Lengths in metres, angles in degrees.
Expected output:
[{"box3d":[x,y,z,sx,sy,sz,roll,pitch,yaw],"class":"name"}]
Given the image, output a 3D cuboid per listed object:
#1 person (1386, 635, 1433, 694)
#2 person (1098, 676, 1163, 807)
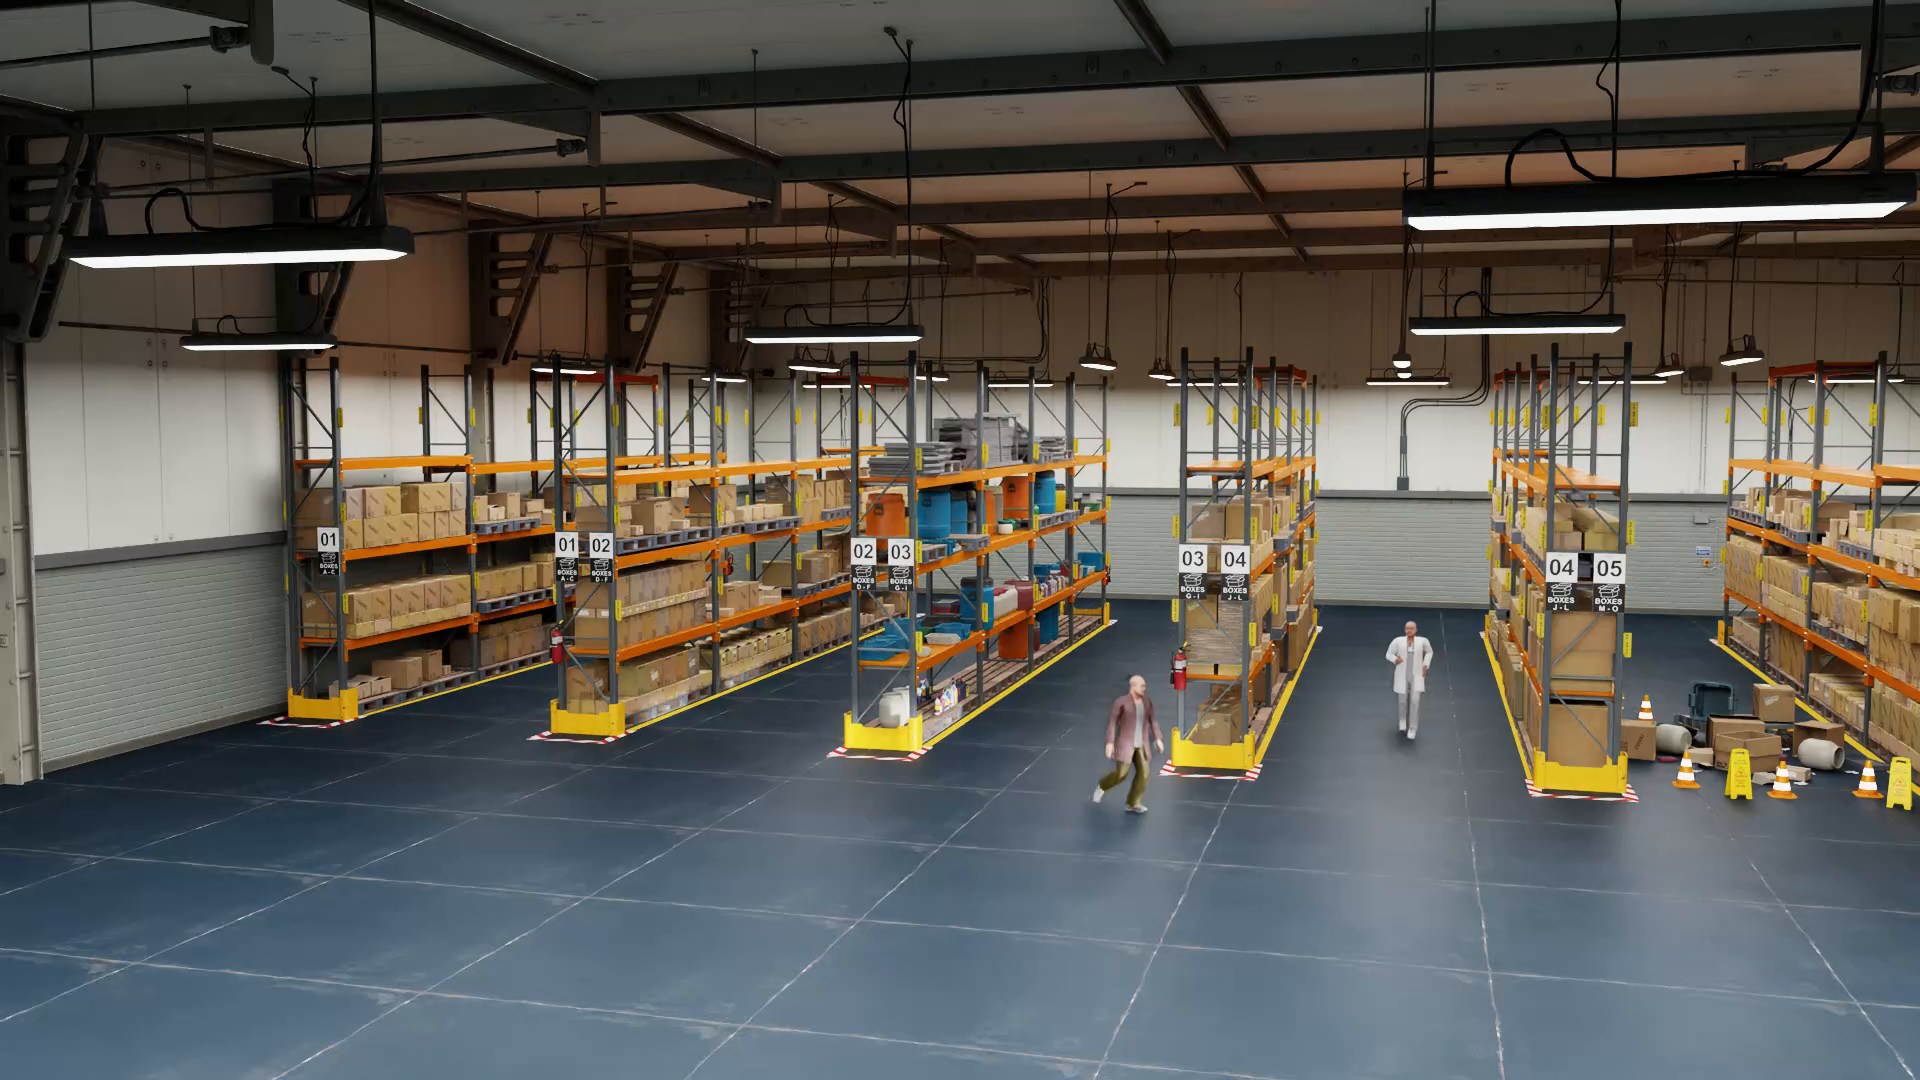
[{"box3d":[7.045,1.945,26.081,0.714,0.929,0.473,1,4,16],"class":"person"},{"box3d":[2.151,2.538,21.154,0.757,1.676,0.623,-2,5,-26],"class":"person"}]
